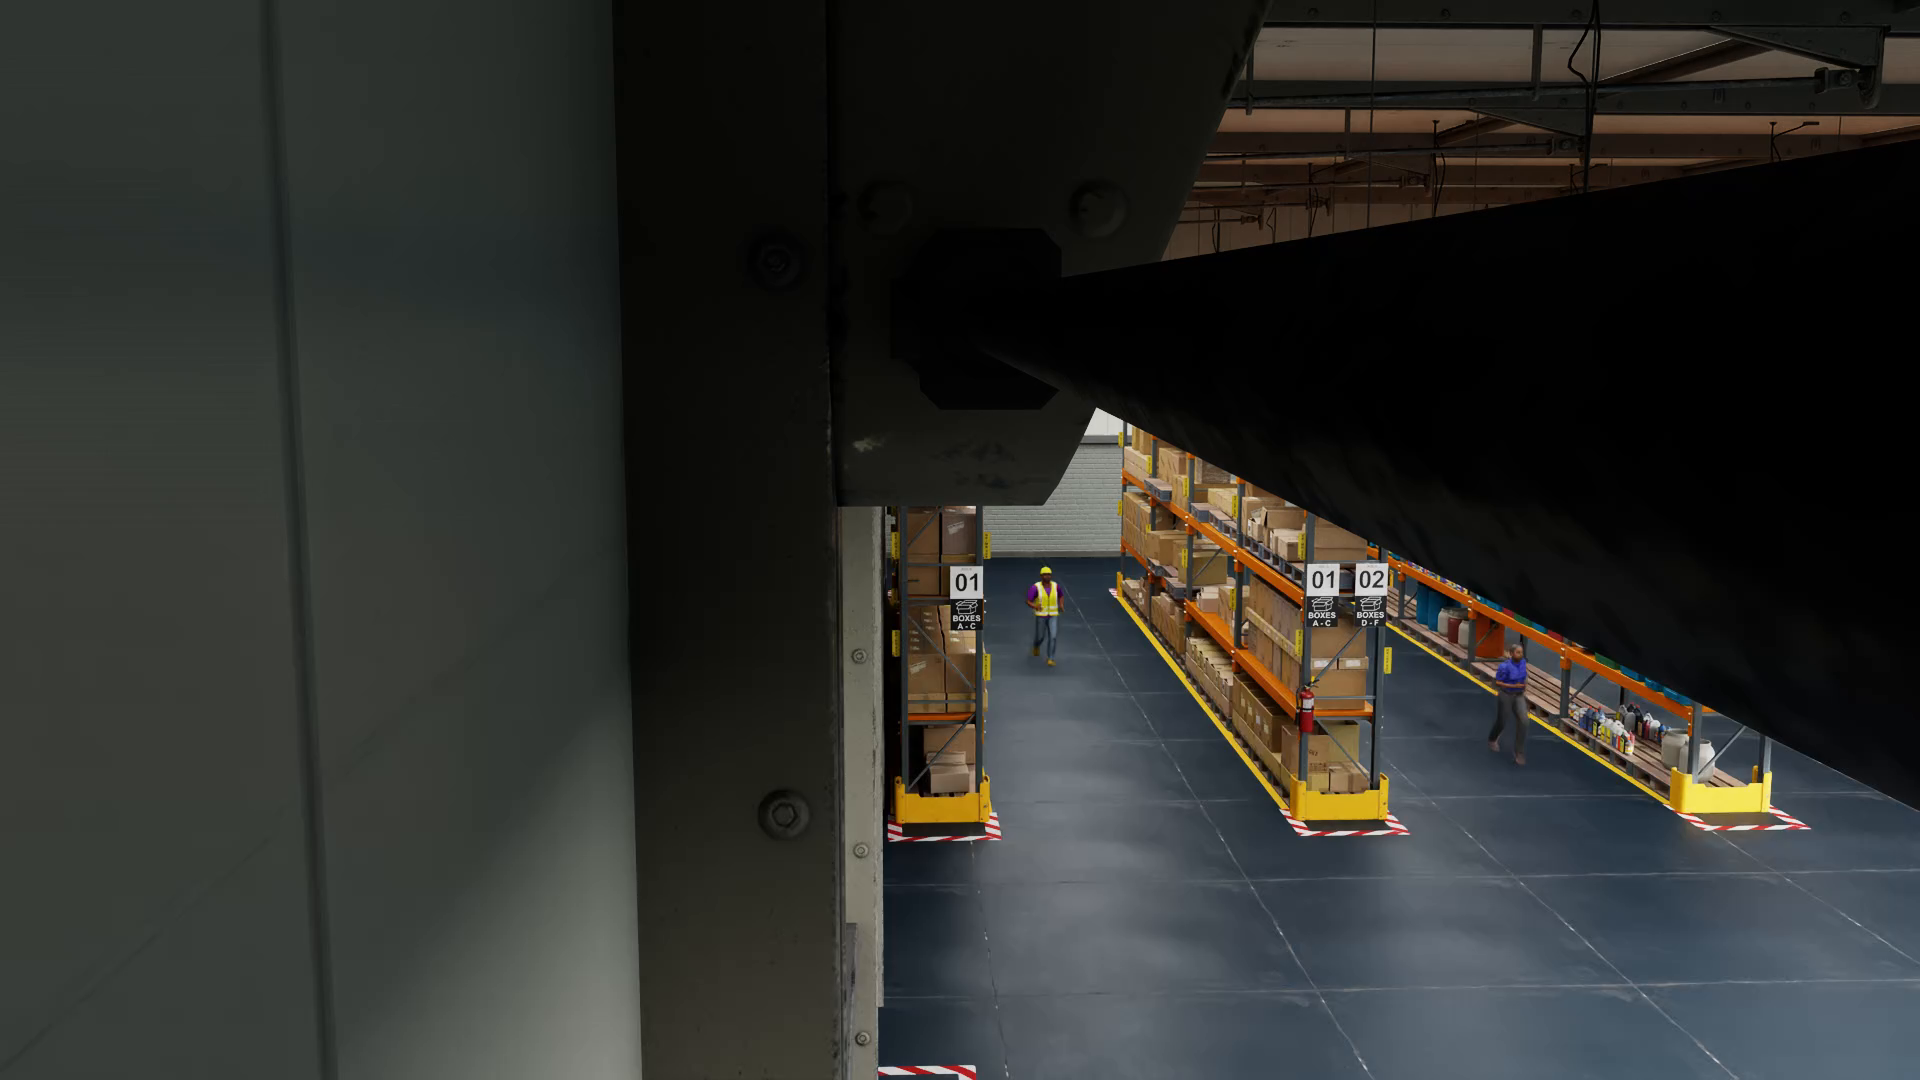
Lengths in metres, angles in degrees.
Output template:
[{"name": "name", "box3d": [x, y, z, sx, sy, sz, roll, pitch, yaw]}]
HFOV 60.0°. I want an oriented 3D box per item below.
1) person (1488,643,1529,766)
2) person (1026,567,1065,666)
[{"name": "person", "box3d": [7.706, 2.260, 23.333, 0.600, 1.697, 0.846, -2, 8, -15]}, {"name": "person", "box3d": [1.531, 1.336, 29.524, 0.714, 1.733, 0.791, -2, 8, -11]}]
